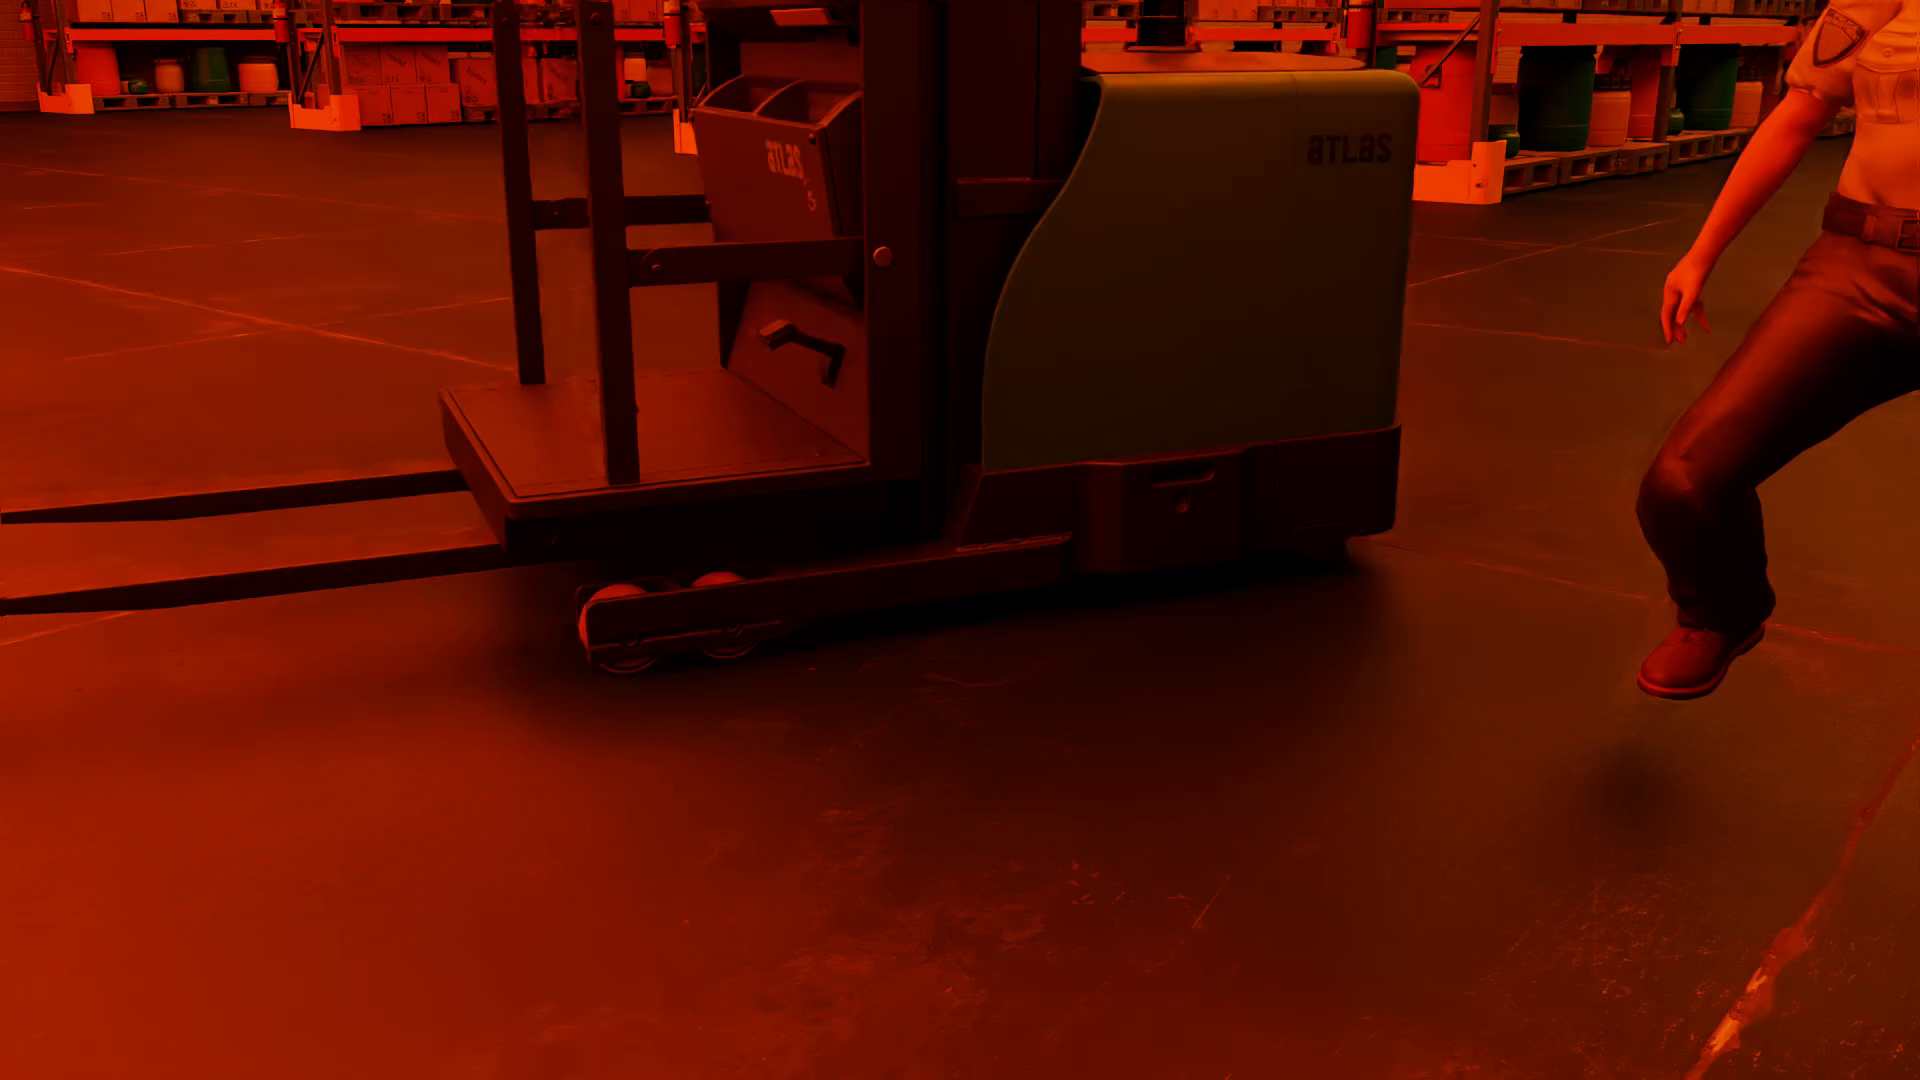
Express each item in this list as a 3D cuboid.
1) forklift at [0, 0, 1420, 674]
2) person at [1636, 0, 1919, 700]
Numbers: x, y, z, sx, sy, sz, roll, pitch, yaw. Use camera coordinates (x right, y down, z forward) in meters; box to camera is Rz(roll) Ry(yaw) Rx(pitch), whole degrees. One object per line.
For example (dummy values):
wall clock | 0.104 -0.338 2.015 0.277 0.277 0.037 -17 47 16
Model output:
forklift | -0.570 -1.325 3.261 3.031 2.935 1.130 -7 18 -22
person | 1.498 -0.359 2.509 0.863 1.552 0.568 14 22 38
